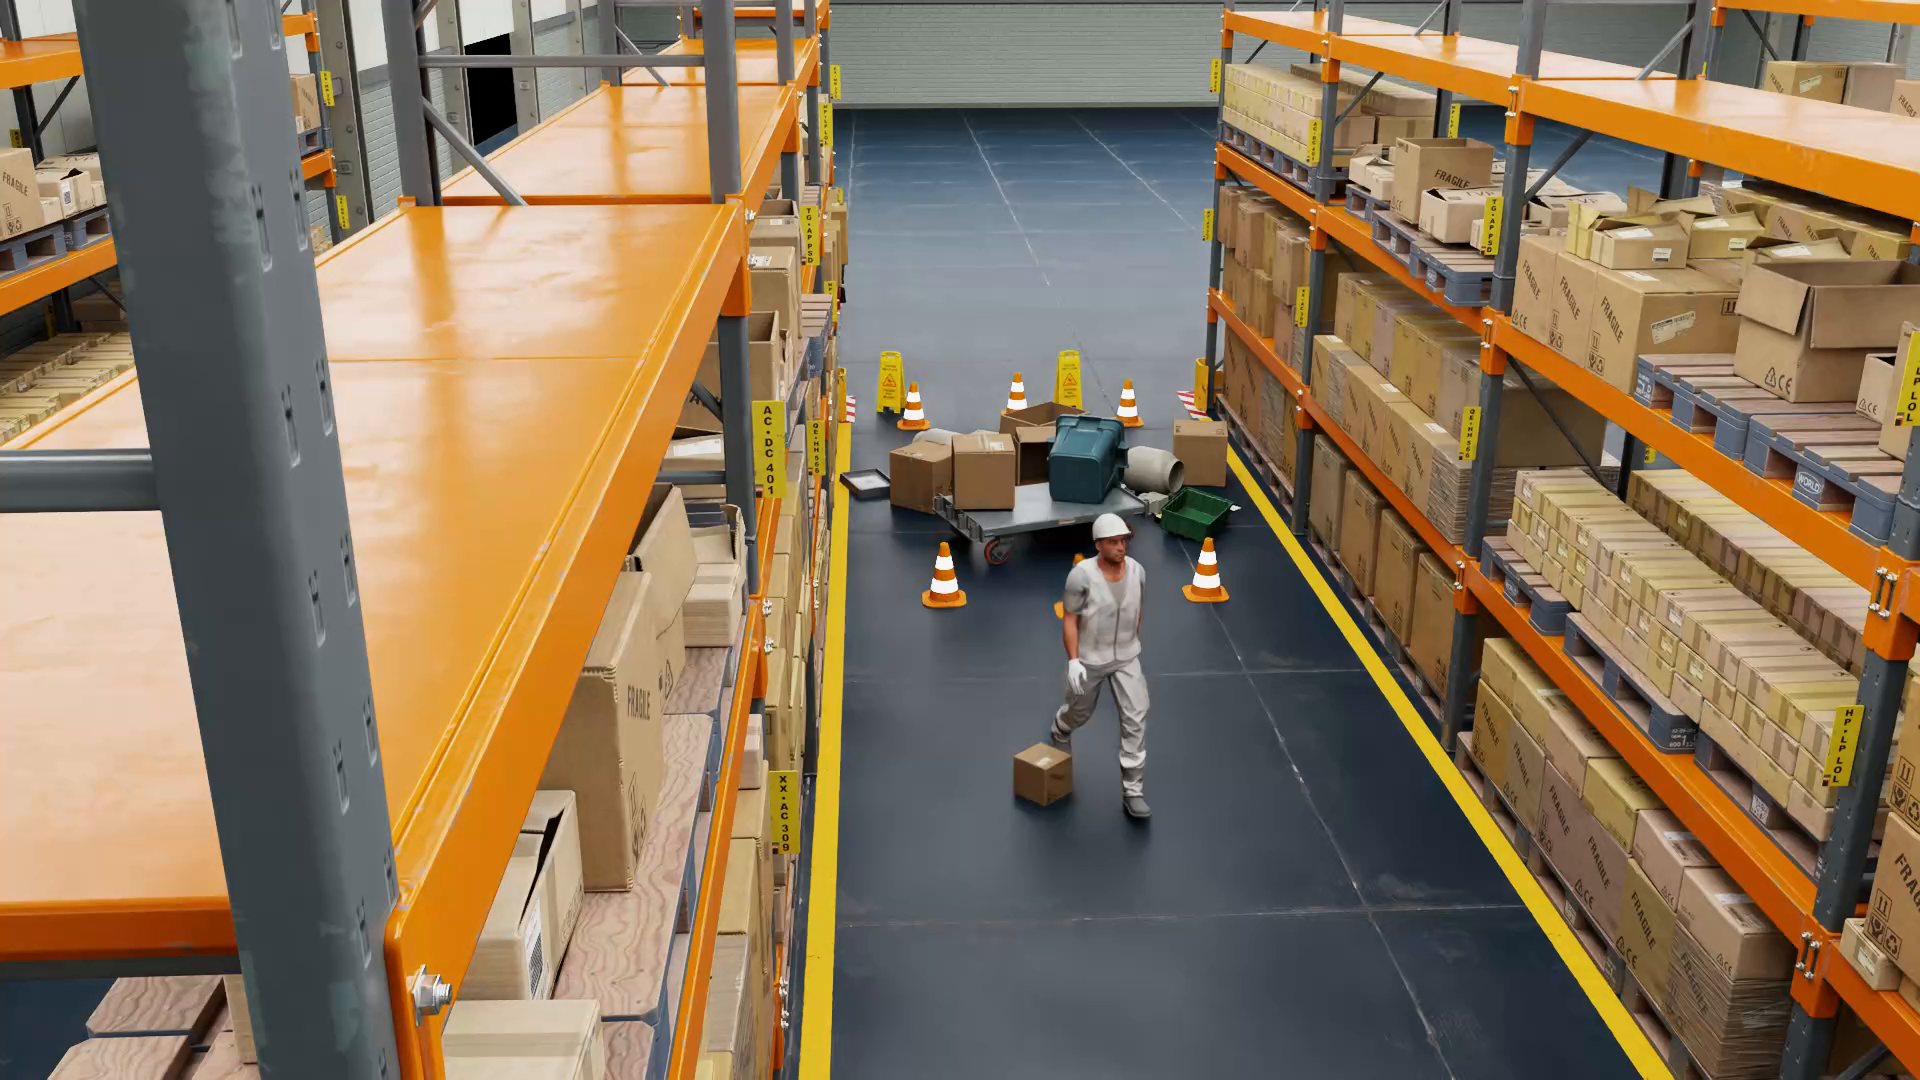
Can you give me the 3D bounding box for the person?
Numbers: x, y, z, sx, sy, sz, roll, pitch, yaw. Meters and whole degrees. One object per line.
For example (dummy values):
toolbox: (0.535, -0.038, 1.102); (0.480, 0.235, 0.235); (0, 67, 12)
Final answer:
person: (0.837, 0.673, 9.714); (0.554, 1.745, 1.036); (-6, 21, -17)
